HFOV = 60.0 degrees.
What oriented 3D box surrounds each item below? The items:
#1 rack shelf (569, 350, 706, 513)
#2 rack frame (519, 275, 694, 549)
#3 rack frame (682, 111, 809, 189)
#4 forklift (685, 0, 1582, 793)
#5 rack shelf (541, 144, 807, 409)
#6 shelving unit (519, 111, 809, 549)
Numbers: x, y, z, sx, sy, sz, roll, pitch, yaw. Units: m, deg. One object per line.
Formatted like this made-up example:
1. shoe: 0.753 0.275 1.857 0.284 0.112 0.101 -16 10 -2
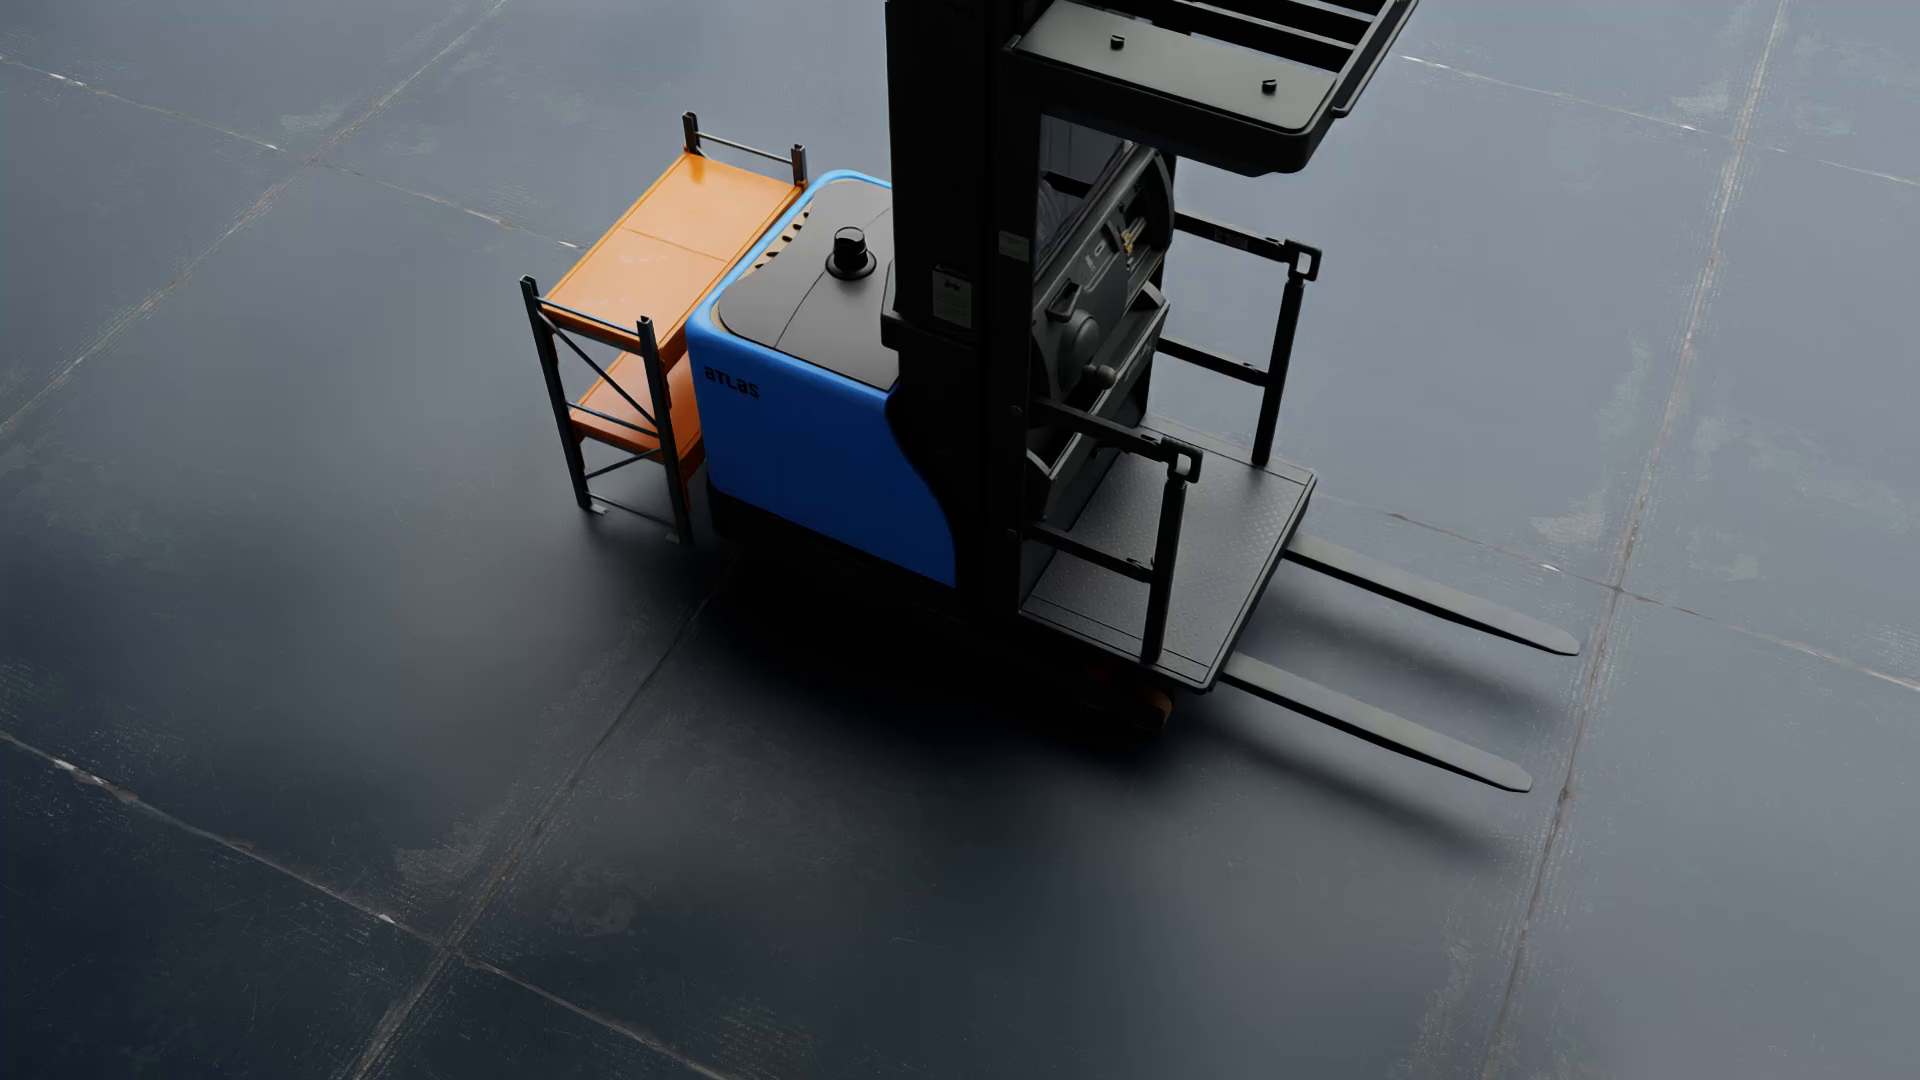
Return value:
1. rack shelf: -1.009 -0.615 6.356 0.538 0.278 1.000 20 53 16
2. rack frame: -1.229 -0.425 5.873 0.500 1.125 0.032 20 53 16
3. rack frame: -0.788 -1.122 6.466 0.500 1.125 0.032 20 53 16
4. forklift: 0.621 -0.765 4.977 3.031 2.935 1.130 22 53 18
5. rack shelf: -1.009 -0.963 5.947 0.538 0.278 1.000 20 53 16
6. shelving unit: -1.009 -0.774 6.170 0.538 1.125 1.048 20 53 16
